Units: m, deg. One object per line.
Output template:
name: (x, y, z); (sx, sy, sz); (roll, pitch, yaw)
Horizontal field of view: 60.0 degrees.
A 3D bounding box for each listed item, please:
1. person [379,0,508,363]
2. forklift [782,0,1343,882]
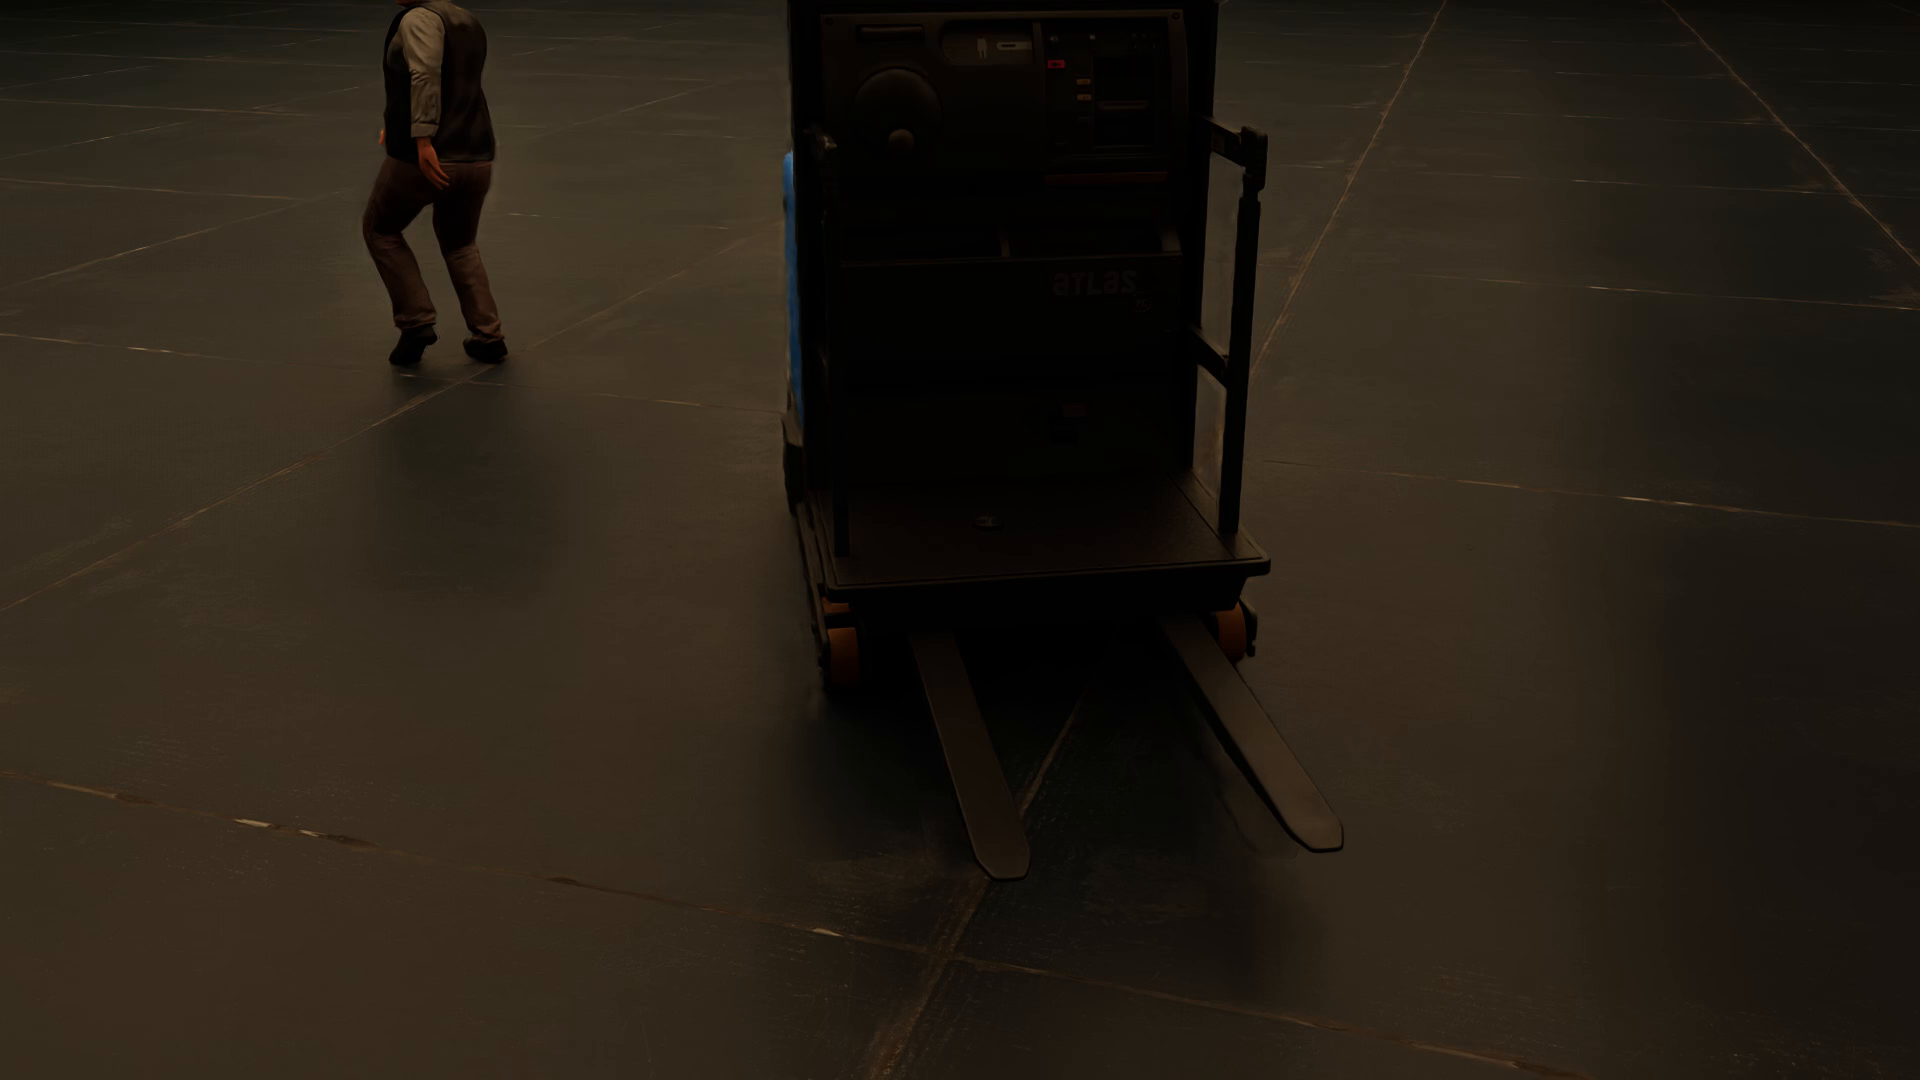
person: (-2.085, -1.499, 6.646); (0.746, 1.700, 0.655); (14, 26, 31)
forklift: (0.152, -1.119, 3.990); (1.130, 2.935, 3.031); (-4, 23, -8)
